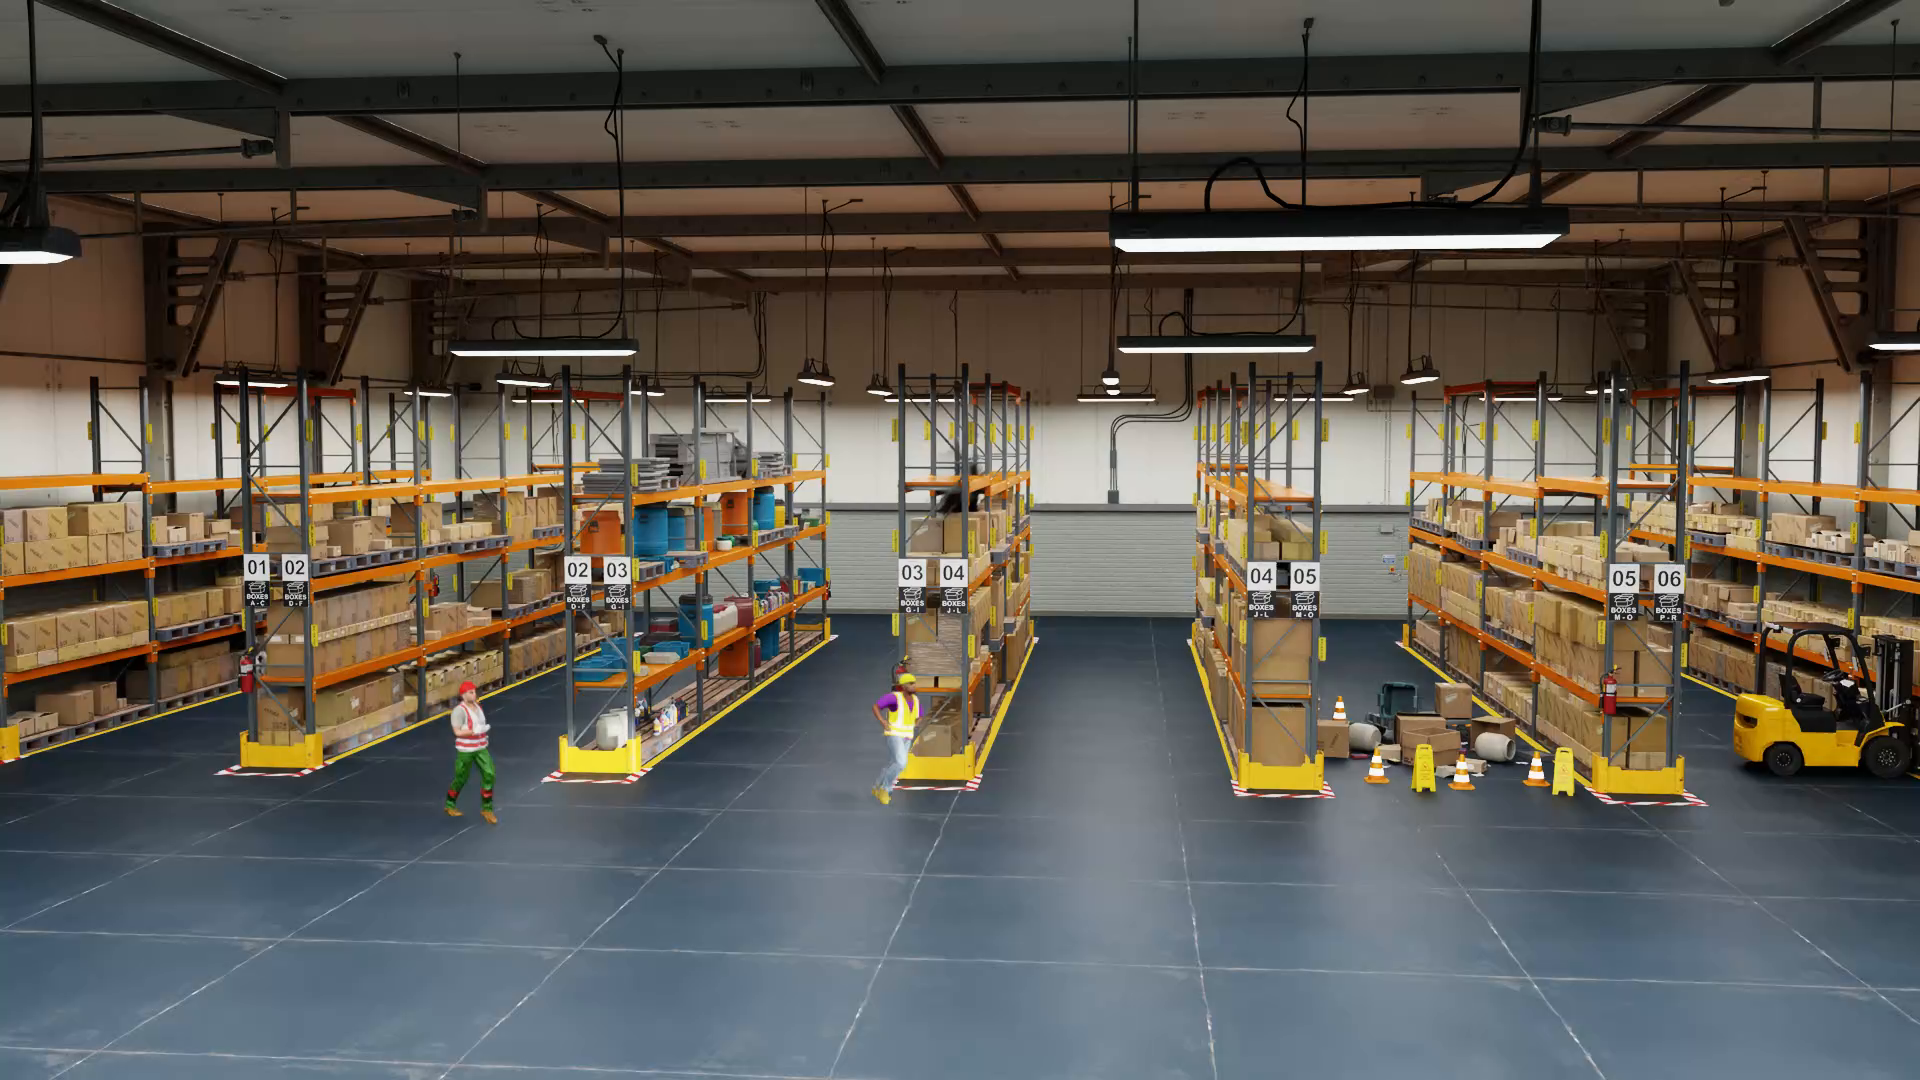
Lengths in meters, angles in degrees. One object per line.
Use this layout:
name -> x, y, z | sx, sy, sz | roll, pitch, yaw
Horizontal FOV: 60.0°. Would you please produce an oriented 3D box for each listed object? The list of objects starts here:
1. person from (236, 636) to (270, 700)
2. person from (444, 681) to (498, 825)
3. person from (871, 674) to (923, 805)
person -> -11.560, 2.427, 27.255 | 0.566, 1.746, 0.727 | 0, 4, 3
person -> -6.286, 2.731, 21.362 | 0.799, 1.845, 0.648 | 2, 4, 31
person -> -0.834, 2.697, 22.667 | 0.650, 1.756, 0.743 | 3, 5, 44
